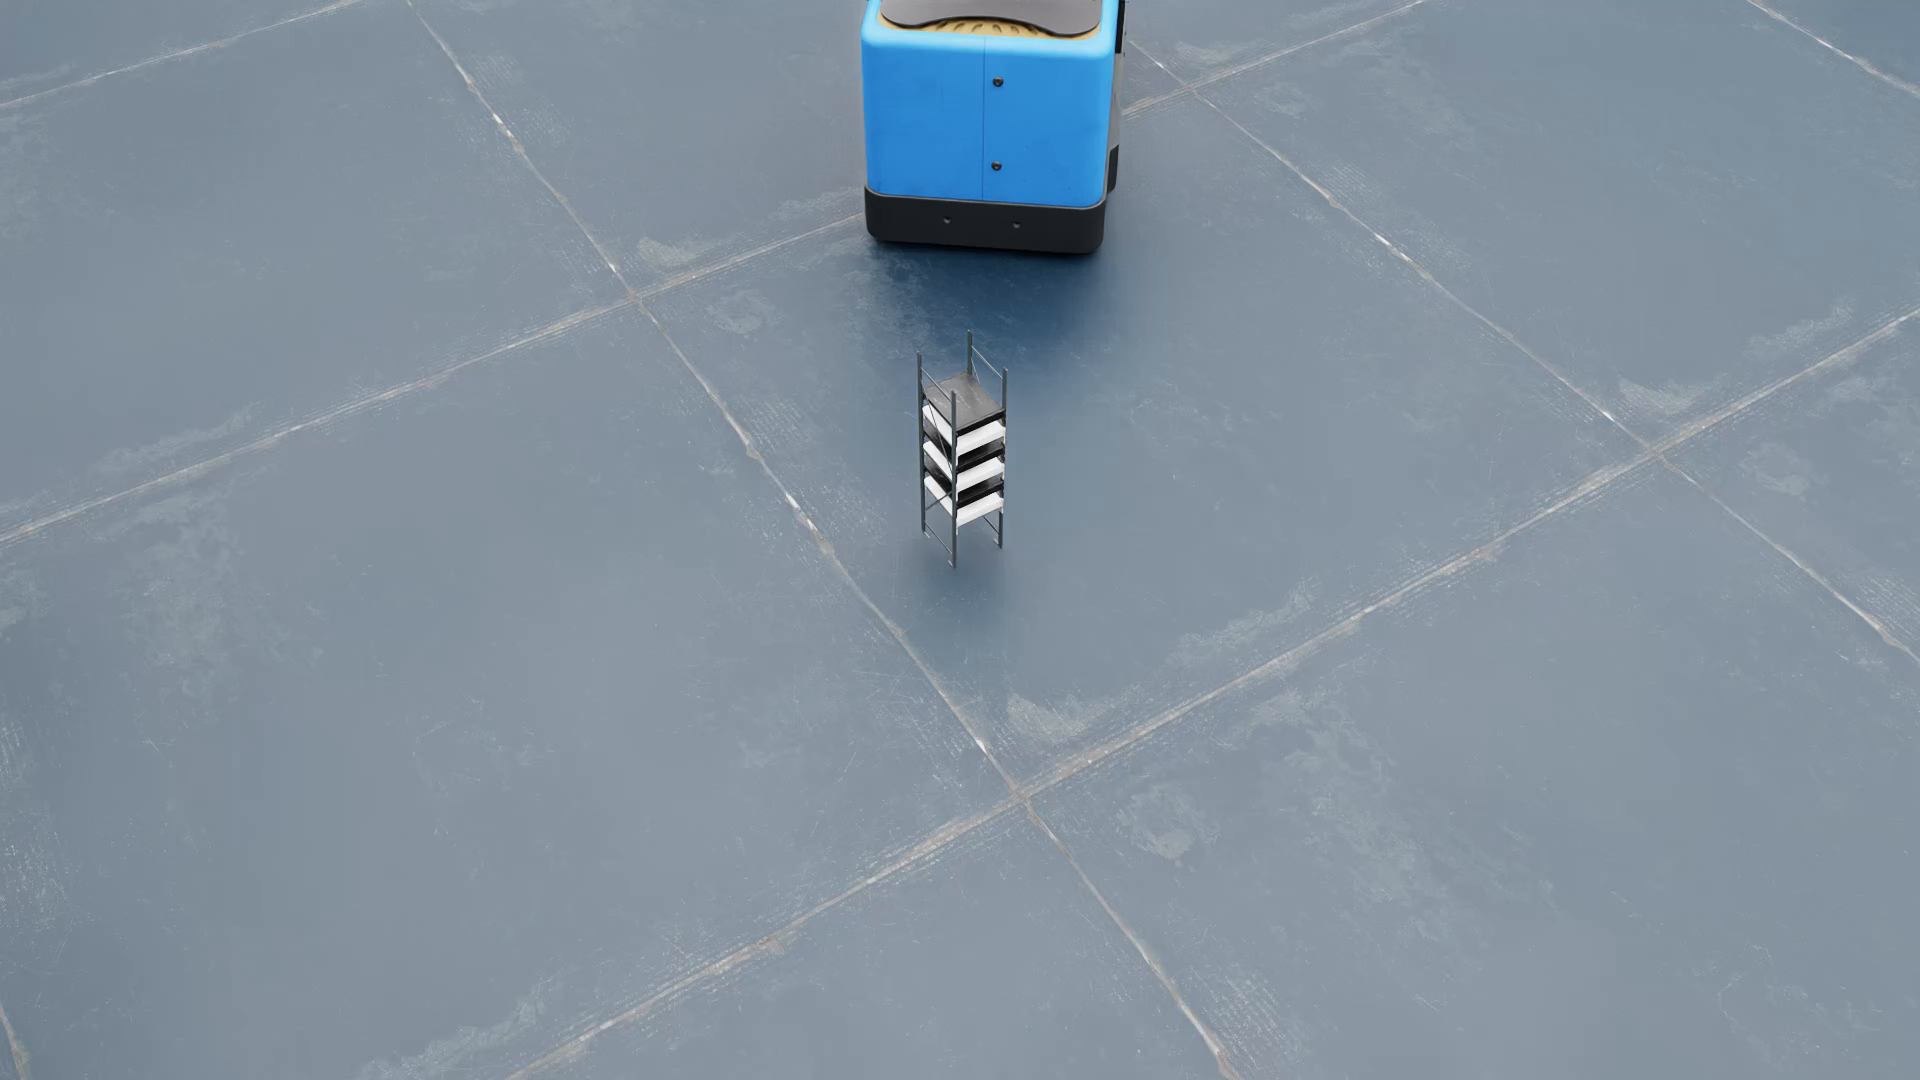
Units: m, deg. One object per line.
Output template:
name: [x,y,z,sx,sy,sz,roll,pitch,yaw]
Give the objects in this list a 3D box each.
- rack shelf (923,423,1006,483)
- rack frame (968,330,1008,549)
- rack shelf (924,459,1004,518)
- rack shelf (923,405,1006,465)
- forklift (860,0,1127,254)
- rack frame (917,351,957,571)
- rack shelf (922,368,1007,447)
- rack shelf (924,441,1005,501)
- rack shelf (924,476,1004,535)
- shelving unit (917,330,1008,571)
rack shelf: [0.007,-0.340,5.874,0.200,0.077,0.258,-25,53,-21]
rack frame: [0.093,-0.343,5.953,0.006,0.900,0.240,-25,53,-21]
rack shelf: [0.007,-0.220,6.009,0.200,0.077,0.258,-25,53,-21]
rack shelf: [0.007,-0.400,5.807,0.200,0.077,0.258,-25,53,-21]
forklift: [0.258,-3.336,7.258,1.130,2.935,3.031,5,48,4]
rack frame: [-0.079,-0.262,5.881,0.006,0.900,0.240,-25,53,-21]
rack shelf: [0.007,-0.460,5.740,0.200,0.077,0.258,-25,53,-21]
rack shelf: [0.007,-0.280,5.942,0.200,0.077,0.258,-25,53,-21]
rack shelf: [0.007,-0.161,6.076,0.200,0.077,0.258,-25,53,-21]
shelving unit: [0.007,-0.302,5.917,0.210,0.900,0.258,-25,53,-21]
